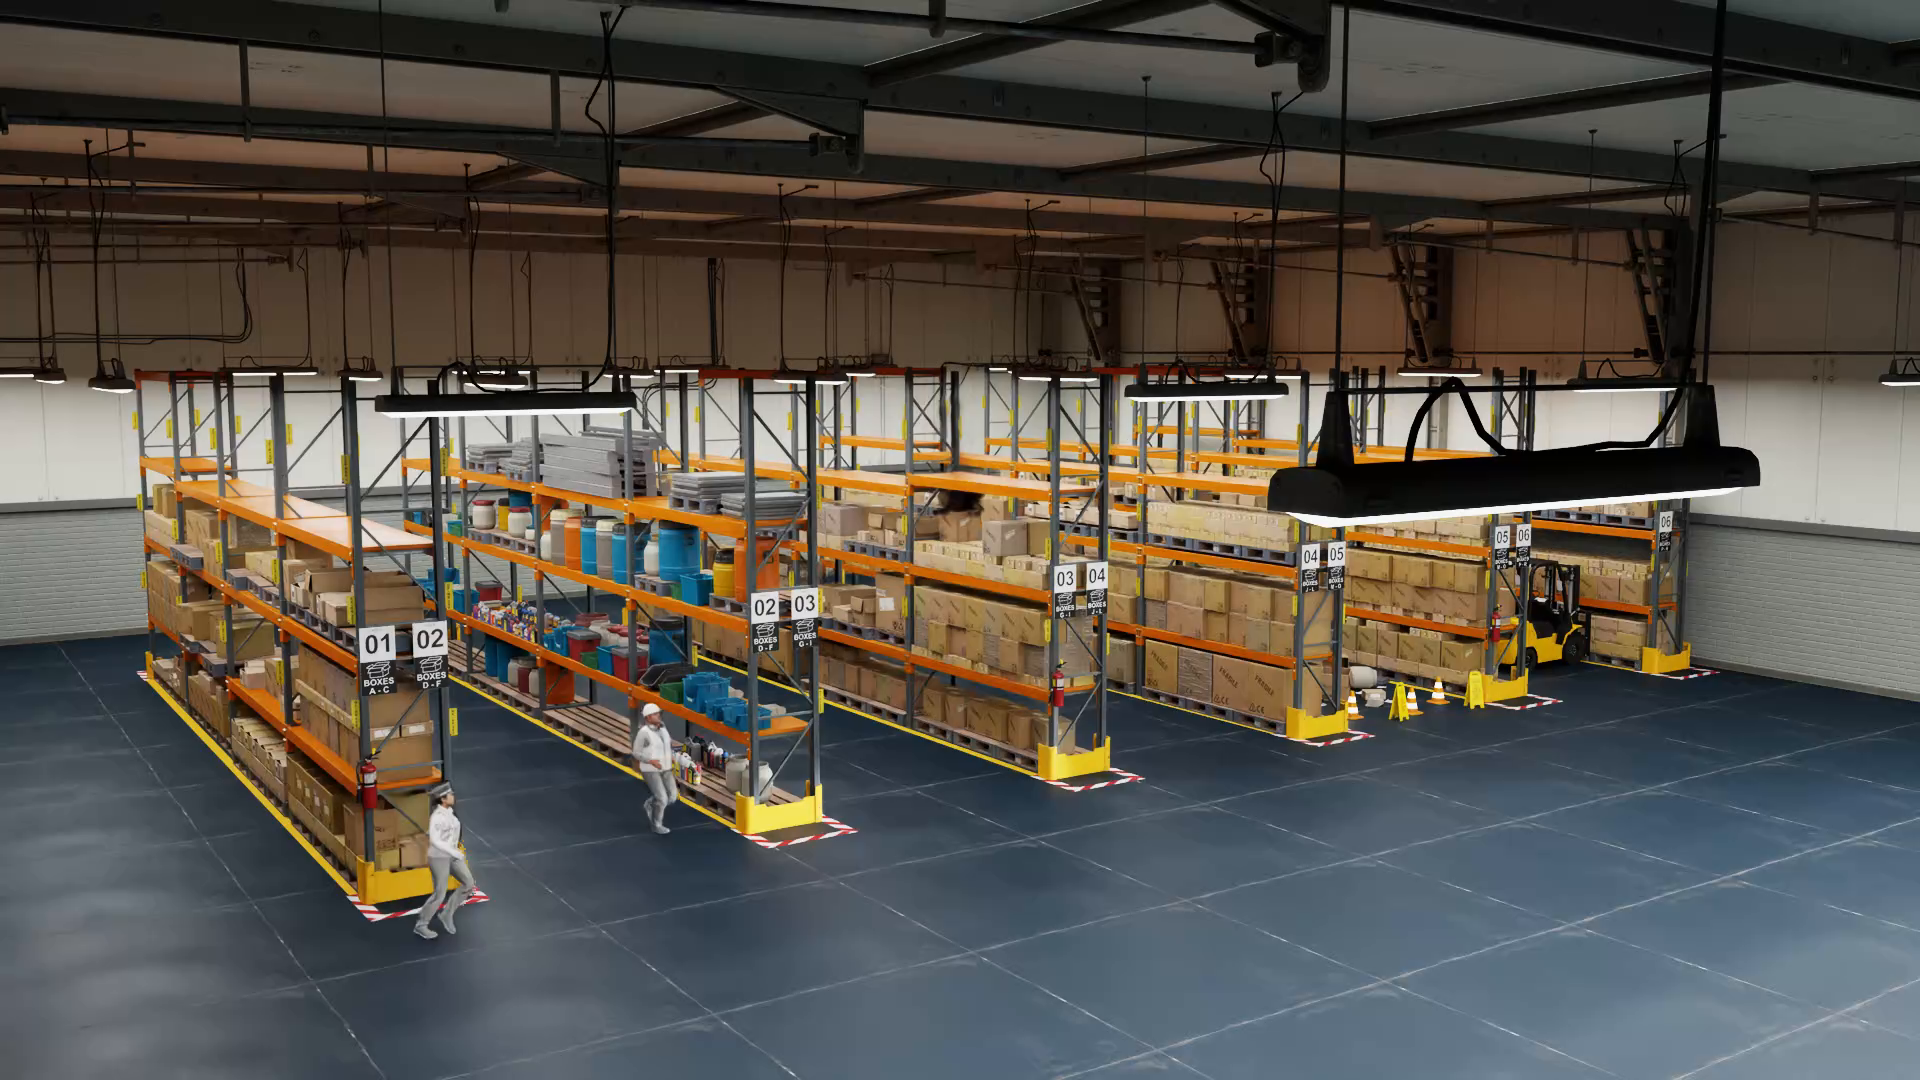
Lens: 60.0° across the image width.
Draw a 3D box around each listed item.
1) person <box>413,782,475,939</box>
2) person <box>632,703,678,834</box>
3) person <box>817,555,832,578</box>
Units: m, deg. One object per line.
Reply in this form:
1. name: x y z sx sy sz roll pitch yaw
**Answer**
1. person: -5.619 3.467 18.166 0.612 1.654 0.676 0 6 3
2. person: -4.014 3.005 21.917 0.609 1.722 0.656 4 8 33
3. person: -3.460 0.821 41.605 0.601 1.661 0.678 -3 7 -28
